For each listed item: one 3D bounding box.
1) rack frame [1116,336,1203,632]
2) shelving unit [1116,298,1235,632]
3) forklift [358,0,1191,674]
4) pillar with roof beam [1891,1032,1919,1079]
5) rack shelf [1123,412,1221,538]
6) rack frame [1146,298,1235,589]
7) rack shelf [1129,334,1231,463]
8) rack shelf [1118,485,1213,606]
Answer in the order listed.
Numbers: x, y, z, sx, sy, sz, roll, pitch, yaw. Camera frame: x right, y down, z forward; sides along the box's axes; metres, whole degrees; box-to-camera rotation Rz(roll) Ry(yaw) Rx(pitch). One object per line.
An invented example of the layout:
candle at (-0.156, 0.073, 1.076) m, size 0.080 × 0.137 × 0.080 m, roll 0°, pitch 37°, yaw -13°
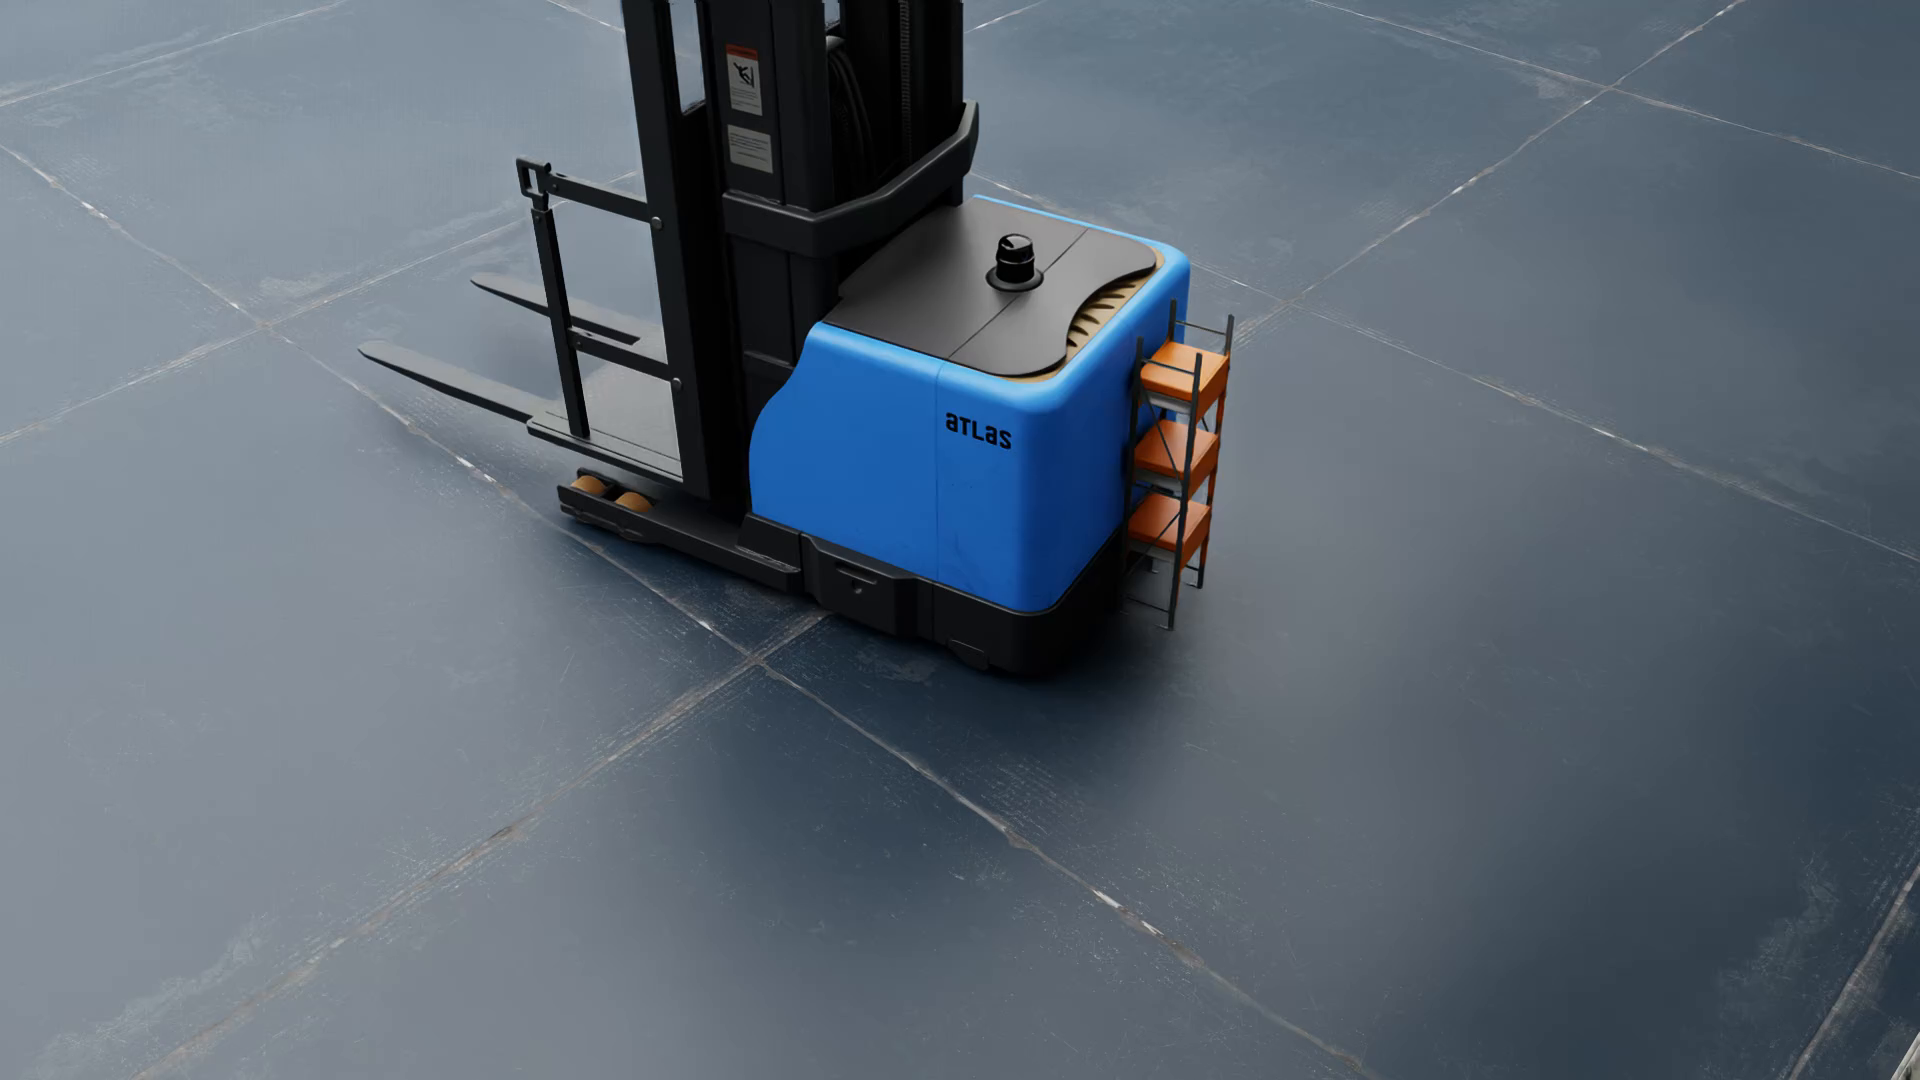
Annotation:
rack frame at (0.600, -0.147, 5.080) m, size 0.200 × 1.050 × 0.008 m, roll 19°, pitch 42°, yaw 22°
shelving unit at (0.659, -0.213, 5.164) m, size 0.215 × 1.050 × 0.252 m, roll 19°, pitch 42°, yaw 22°
forklift at (-0.804, -1.407, 5.154) m, size 3.031 × 2.935 × 1.130 m, roll 20°, pitch 43°, yaw 23°
pillar with roof beam at (-1.372, -3.556, 2.982) m, size 9.100 × 9.000 × 0.400 m, roll 30°, pitch 47°, yaw 32°
rack shelf at (0.659, -0.205, 5.170) m, size 0.215 × 0.259 × 0.240 m, roll 19°, pitch 42°, yaw 22°
rack frame at (0.718, -0.279, 5.247) m, size 0.200 × 1.050 × 0.008 m, roll 19°, pitch 42°, yaw 22°
rack shelf at (0.659, -0.427, 4.994) m, size 0.215 × 0.259 × 0.240 m, roll 19°, pitch 42°, yaw 22°
rack shelf at (0.659, 0.013, 5.343) m, size 0.215 × 0.259 × 0.240 m, roll 19°, pitch 42°, yaw 22°
